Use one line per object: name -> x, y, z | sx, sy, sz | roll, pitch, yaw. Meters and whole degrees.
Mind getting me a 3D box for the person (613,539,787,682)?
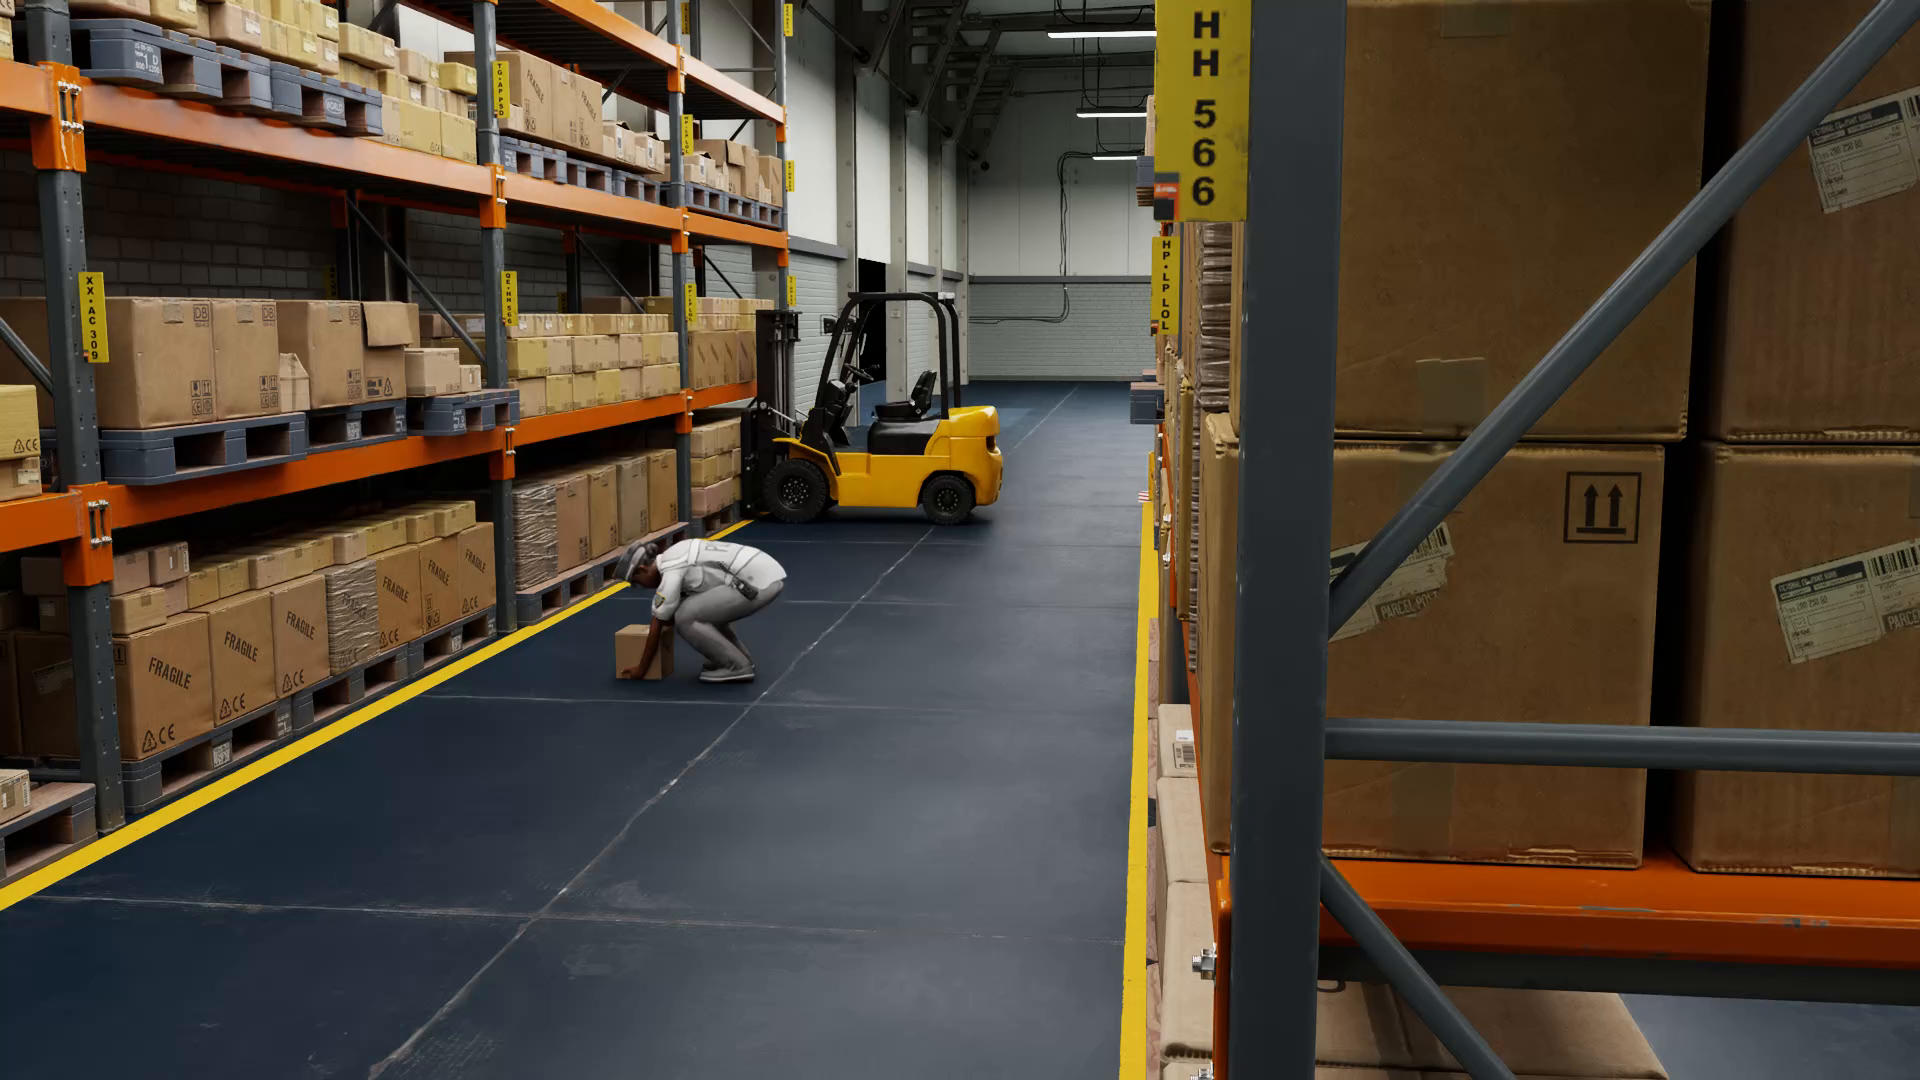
person -> -1.405, 0.377, 8.976 | 0.925, 0.765, 0.449 | 1, 8, 5
